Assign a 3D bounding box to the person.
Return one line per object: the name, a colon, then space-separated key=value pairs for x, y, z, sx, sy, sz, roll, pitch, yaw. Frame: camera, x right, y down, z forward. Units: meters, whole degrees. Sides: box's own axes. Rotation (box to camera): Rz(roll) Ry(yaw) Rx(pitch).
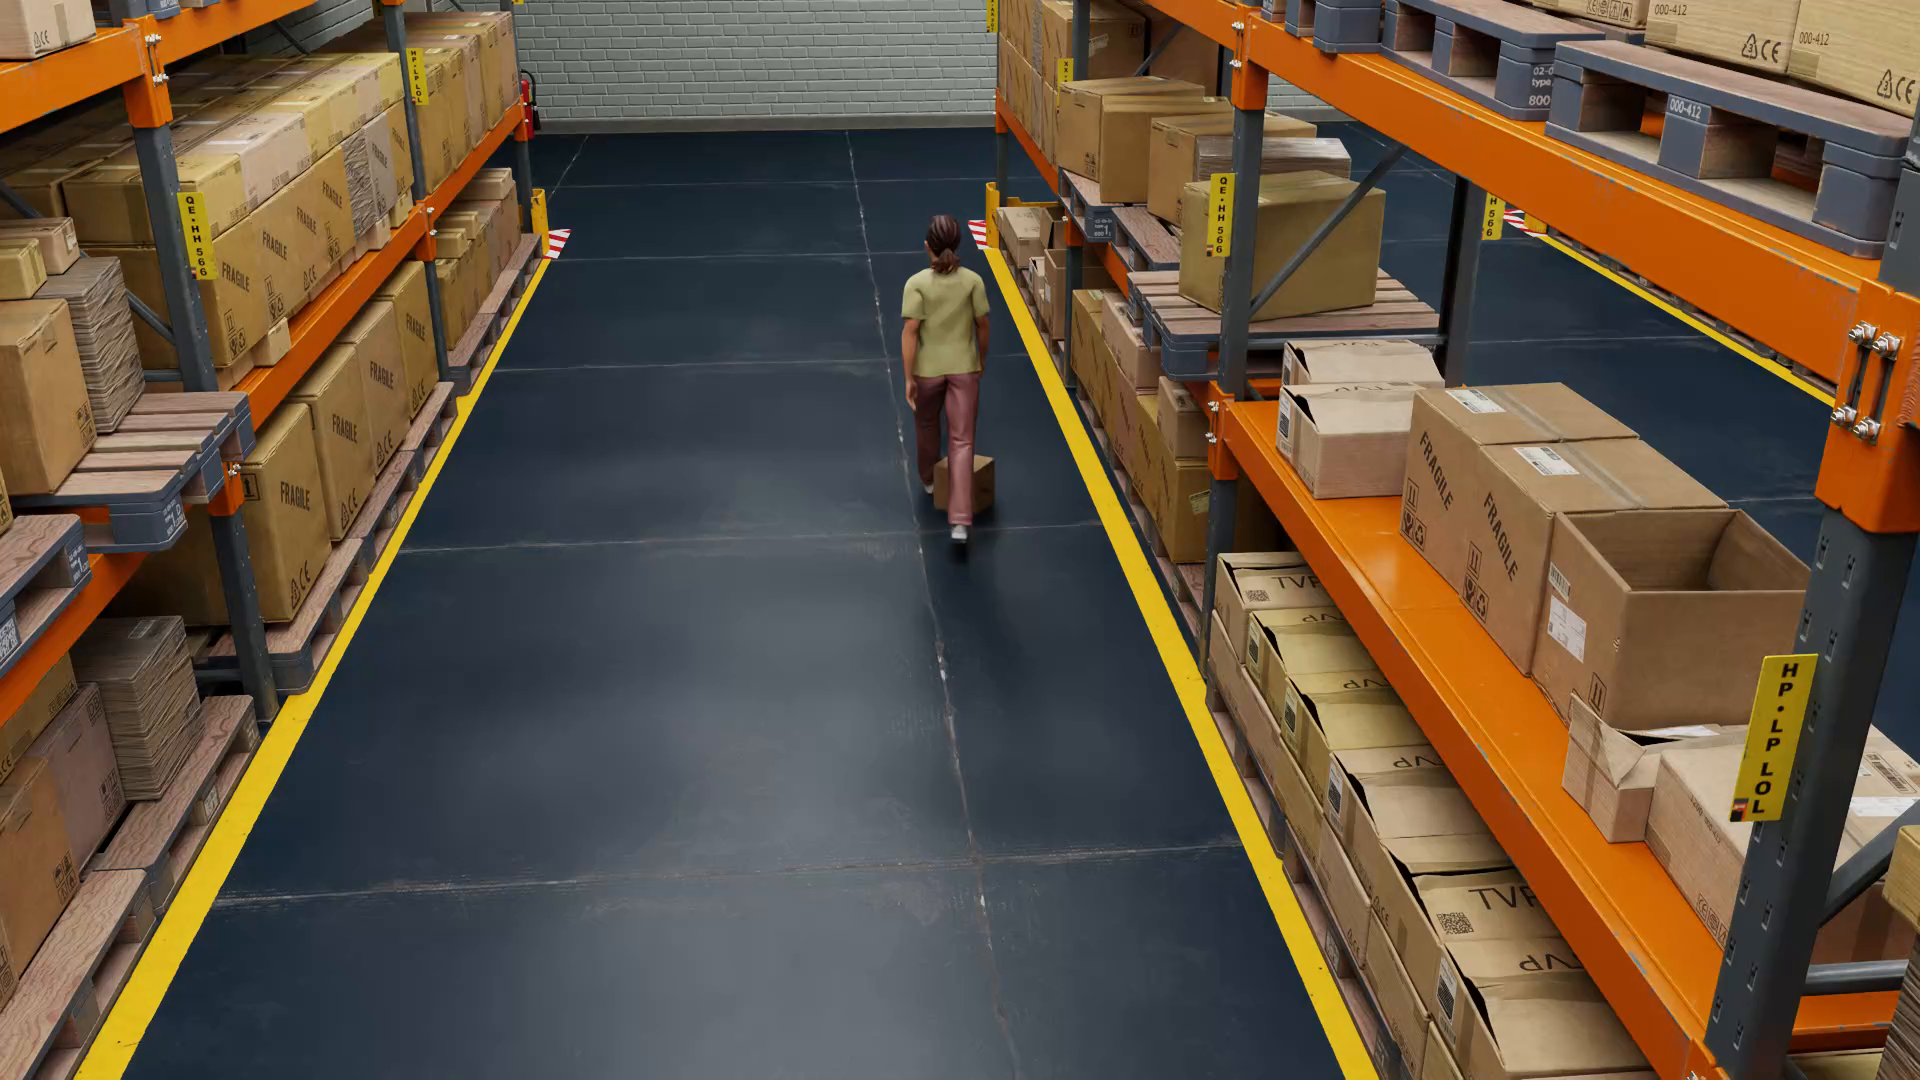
person: x=-0.071 y=-0.880 z=8.590 sx=0.460 sy=1.601 sz=1.116 roll=-1 pitch=24 yaw=-2
